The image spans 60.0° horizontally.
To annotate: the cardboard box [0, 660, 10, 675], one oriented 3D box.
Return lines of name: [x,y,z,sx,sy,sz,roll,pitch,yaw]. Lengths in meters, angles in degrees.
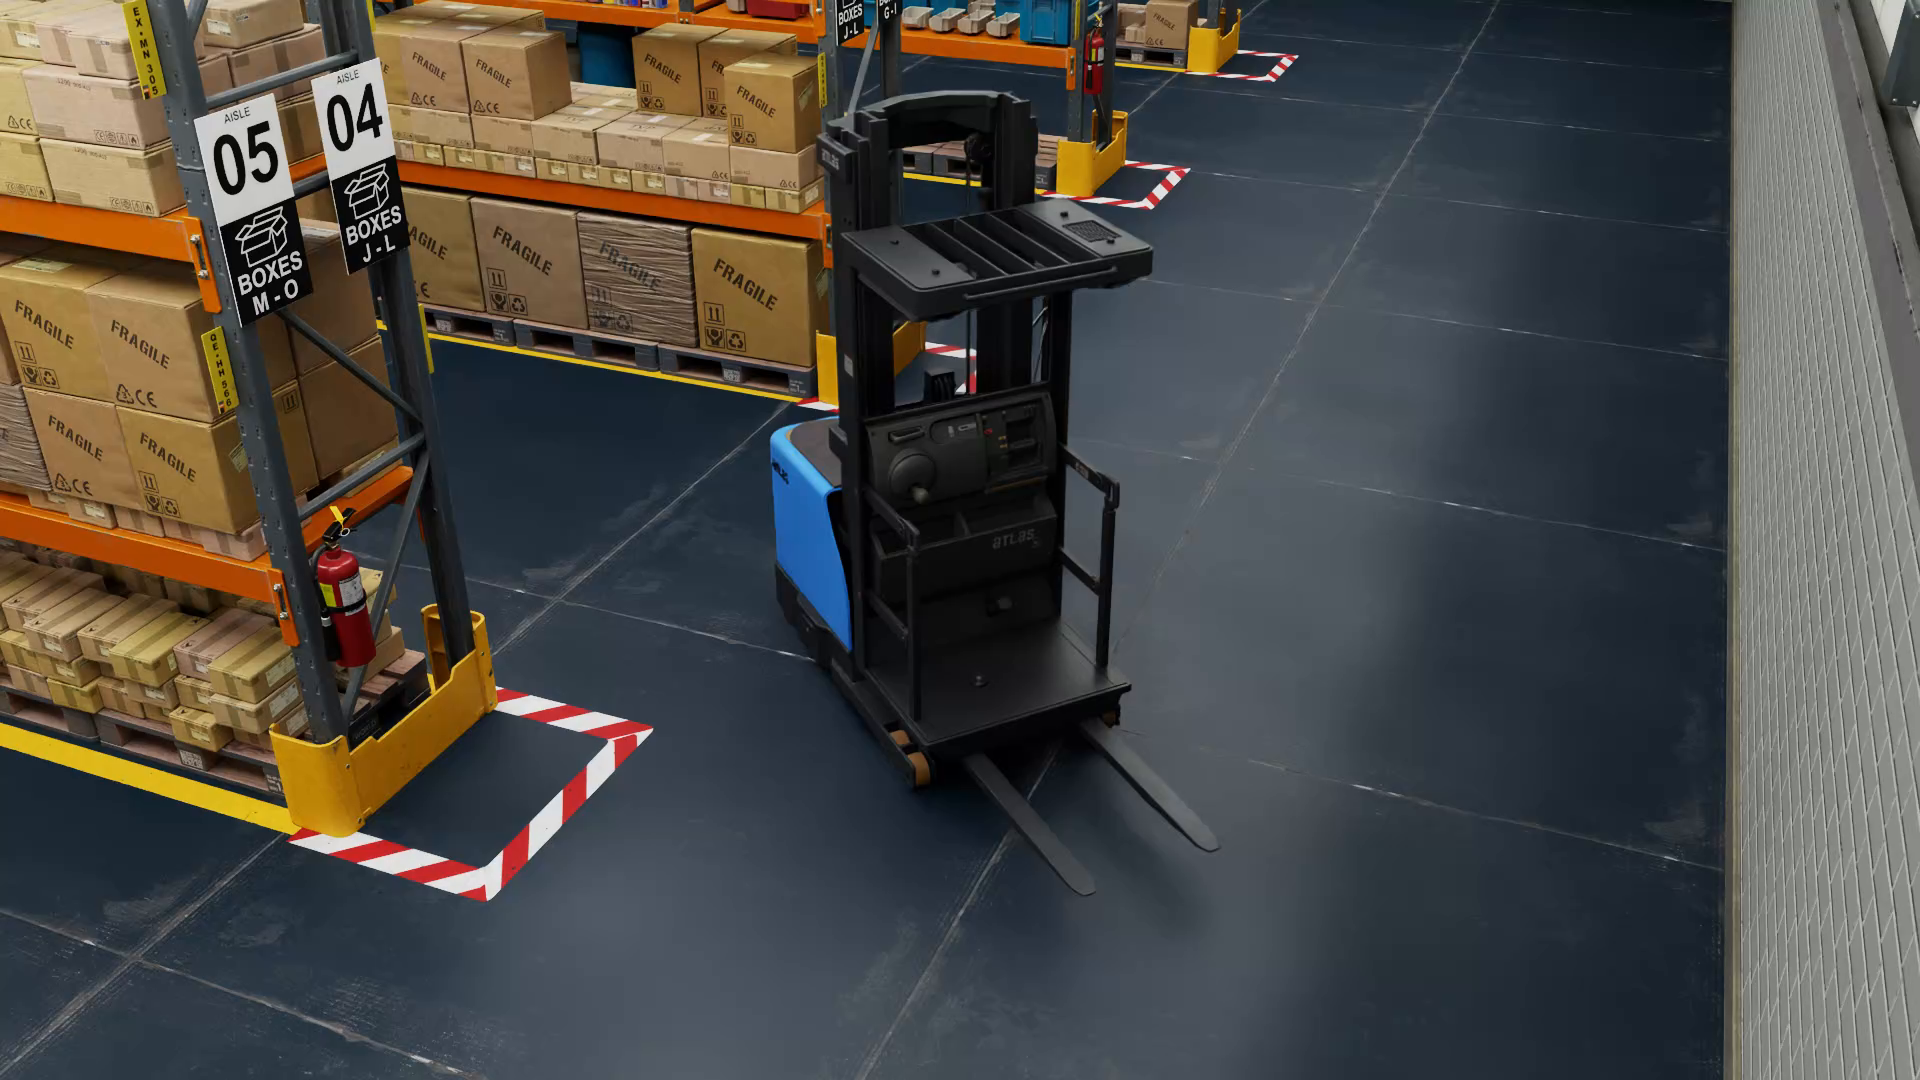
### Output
cardboard box: [-4.595,0.513,8.264,0.250,0.149,0.380,12,32,21]

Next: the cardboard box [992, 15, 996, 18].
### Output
cardboard box: [0.498,-6.380,20.421,0.250,0.166,0.380,11,31,19]

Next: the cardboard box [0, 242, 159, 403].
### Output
cardboard box: [-3.582,-0.928,6.923,0.500,0.500,0.500,10,31,17]

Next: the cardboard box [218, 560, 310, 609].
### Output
cardboard box: [-3.438,0.192,8.228,0.250,0.149,0.380,11,31,19]

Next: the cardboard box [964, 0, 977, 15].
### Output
cardboard box: [0.020,-6.881,20.968,0.500,0.500,0.500,11,31,19]

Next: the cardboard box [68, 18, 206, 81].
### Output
cardboard box: [-3.013,-1.814,6.101,0.250,0.149,0.380,11,31,19]

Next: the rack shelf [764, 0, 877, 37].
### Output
rack shelf: [-2.489,-3.860,11.213,4.000,0.370,1.077,11,31,19]

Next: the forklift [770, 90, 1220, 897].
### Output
forklift: [0.117,-0.376,7.437,1.130,2.935,3.031,-14,32,-23]

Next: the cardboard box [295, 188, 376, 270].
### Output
cardboard box: [-4.943,-2.604,13.042,0.875,0.875,1.225,11,31,19]

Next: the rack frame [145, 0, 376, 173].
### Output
rack frame: [-2.595,-2.866,5.675,0.127,3.000,1.000,11,31,19]

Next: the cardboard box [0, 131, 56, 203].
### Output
cardboard box: [-3.591,-1.550,6.547,0.500,0.250,0.500,11,31,19]

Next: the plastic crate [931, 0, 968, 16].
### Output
plastic crate: [-0.099,-5.148,15.919,0.300,0.233,0.416,11,31,19]

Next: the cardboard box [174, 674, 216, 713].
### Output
cardboard box: [-3.413,0.634,7.748,0.250,0.149,0.380,11,31,18]

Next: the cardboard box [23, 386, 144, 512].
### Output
cardboard box: [-3.583,-0.491,7.166,0.500,0.500,0.500,11,31,18]

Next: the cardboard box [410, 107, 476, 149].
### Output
cardboard box: [-3.547,-3.001,11.861,0.500,0.250,0.500,11,31,19]

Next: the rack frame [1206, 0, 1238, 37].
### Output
rack frame: [3.092,-7.013,19.110,0.127,3.000,1.000,11,31,19]

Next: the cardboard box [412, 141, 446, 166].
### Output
cardboard box: [-3.706,-2.824,11.954,0.250,0.149,0.380,12,32,21]

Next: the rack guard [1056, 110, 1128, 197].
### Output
rack guard: [1.253,-3.669,15.733,0.348,0.500,1.175,11,31,19]

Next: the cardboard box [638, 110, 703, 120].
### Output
cardboard box: [-1.928,-2.961,11.790,0.500,0.250,0.500,10,31,17]

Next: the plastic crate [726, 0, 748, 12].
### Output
plastic crate: [-2.103,-5.256,16.207,0.243,0.136,0.396,11,31,19]

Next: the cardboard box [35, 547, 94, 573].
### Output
cardboard box: [-4.448,0.056,8.469,0.250,0.149,0.380,11,31,19]

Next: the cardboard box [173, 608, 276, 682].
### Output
cardboard box: [-3.392,0.490,7.701,0.250,0.149,0.380,12,32,20]

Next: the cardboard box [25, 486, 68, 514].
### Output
cardboard box: [-3.936,-0.278,7.448,0.250,0.149,0.380,10,31,17]

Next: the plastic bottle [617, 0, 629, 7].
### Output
plastic bottle: [-3.306,-5.435,16.443,0.135,0.276,0.152,11,31,19]

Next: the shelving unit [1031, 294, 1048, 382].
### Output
shelving unit: [-0.072,-0.690,9.447,1.083,1.500,0.587,9,31,16]

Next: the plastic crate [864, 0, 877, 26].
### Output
plastic crate: [-0.773,-4.972,15.607,0.300,0.233,0.416,11,31,19]

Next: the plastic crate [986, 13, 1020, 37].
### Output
plastic crate: [0.402,-4.735,15.286,0.243,0.136,0.396,11,31,19]

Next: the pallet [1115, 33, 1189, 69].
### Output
pallet: [2.282,-5.960,20.081,1.213,0.211,1.003,11,31,19]

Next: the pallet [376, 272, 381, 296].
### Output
pallet: [-5.086,-2.132,13.307,1.213,0.211,1.003,11,31,19]

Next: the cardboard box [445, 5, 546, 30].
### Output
cardboard box: [-3.354,-3.570,12.106,0.500,0.500,0.500,12,31,20]

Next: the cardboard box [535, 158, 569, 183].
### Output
cardboard box: [-2.749,-2.634,11.617,0.250,0.149,0.380,10,31,18]

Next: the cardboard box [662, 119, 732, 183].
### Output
cardboard box: [-1.655,-2.624,11.194,0.500,0.250,0.500,11,31,18]

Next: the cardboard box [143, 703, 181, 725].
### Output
cardboard box: [-3.650,0.712,7.912,0.250,0.149,0.380,11,31,19]

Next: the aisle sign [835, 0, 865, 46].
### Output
aisle sign: [-0.682,-3.479,10.214,0.004,0.787,0.394,11,31,19]

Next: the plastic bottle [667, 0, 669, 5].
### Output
plastic bottle: [-2.938,-5.395,16.448,0.097,0.201,0.097,0,29,0]

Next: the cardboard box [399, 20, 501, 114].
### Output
cardboard box: [-3.542,-3.328,11.678,0.500,0.500,0.500,11,31,19]

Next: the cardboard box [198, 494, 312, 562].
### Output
cardboard box: [-3.003,-0.076,7.092,0.250,0.149,0.380,11,31,19]

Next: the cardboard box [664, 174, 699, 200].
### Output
cardboard box: [-1.796,-2.445,11.282,0.250,0.149,0.380,12,32,20]

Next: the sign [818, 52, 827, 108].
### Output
sign: [-0.853,-2.860,10.343,0.005,0.325,0.100,11,31,19]

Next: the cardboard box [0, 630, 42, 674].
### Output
cardboard box: [-4.388,0.466,8.046,0.250,0.149,0.380,13,32,22]

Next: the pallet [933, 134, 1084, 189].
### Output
pallet: [0.476,-3.712,16.103,1.213,0.211,1.003,11,31,19]

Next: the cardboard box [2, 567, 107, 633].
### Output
cardboard box: [-4.368,0.299,8.038,0.250,0.149,0.380,10,31,17]

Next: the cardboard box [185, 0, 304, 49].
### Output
cardboard box: [-2.809,-2.050,6.519,0.250,0.149,0.380,11,31,19]

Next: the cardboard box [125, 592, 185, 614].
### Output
cardboard box: [-3.955,0.276,8.381,0.250,0.149,0.380,10,31,17]

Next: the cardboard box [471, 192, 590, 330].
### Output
cardboard box: [-2.927,-2.170,12.273,0.875,0.875,0.875,11,31,19]
